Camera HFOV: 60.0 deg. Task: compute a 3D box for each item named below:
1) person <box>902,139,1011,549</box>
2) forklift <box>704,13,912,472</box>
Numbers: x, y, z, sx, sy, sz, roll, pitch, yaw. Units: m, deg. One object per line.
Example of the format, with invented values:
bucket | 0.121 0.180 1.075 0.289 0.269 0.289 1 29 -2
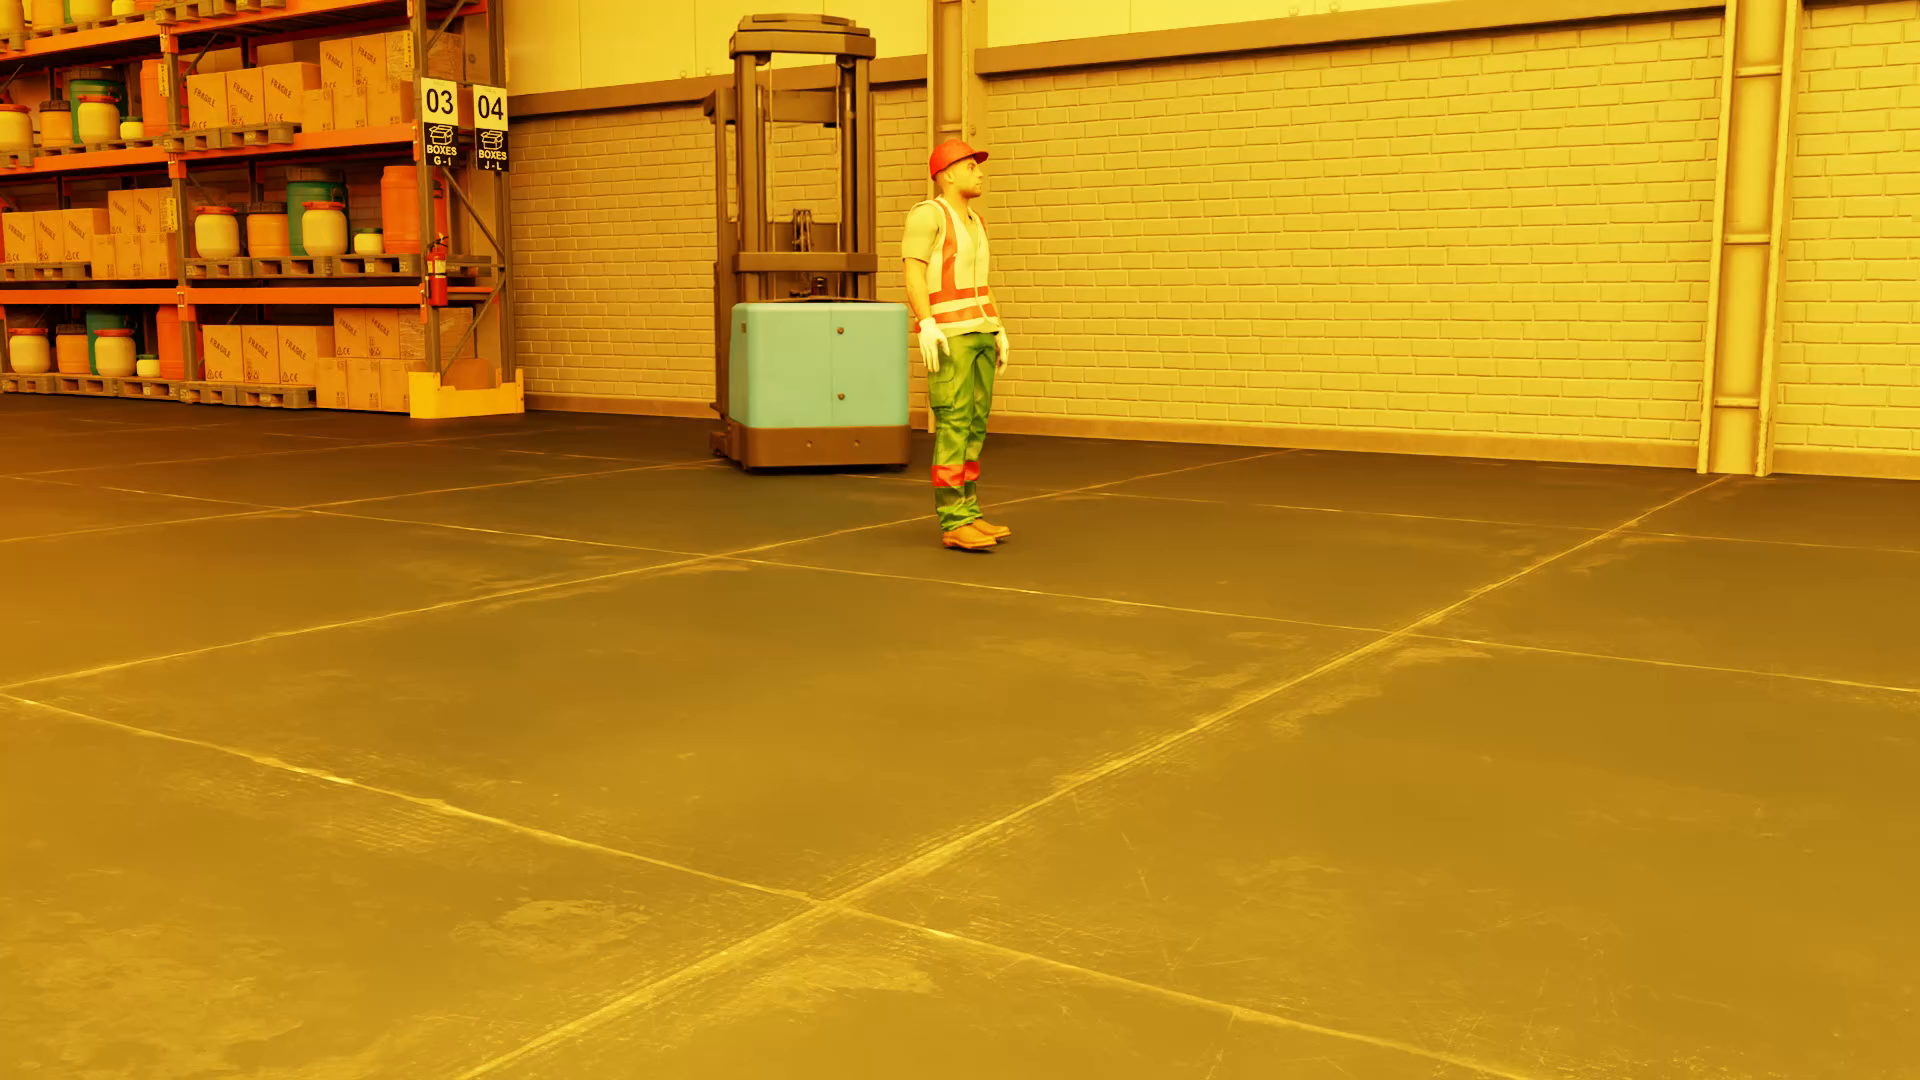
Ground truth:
person | 0.061 -0.885 7.423 0.562 1.789 0.638 5 10 34
forklift | -1.179 -2.052 11.624 1.130 2.935 3.031 -2 8 -15
